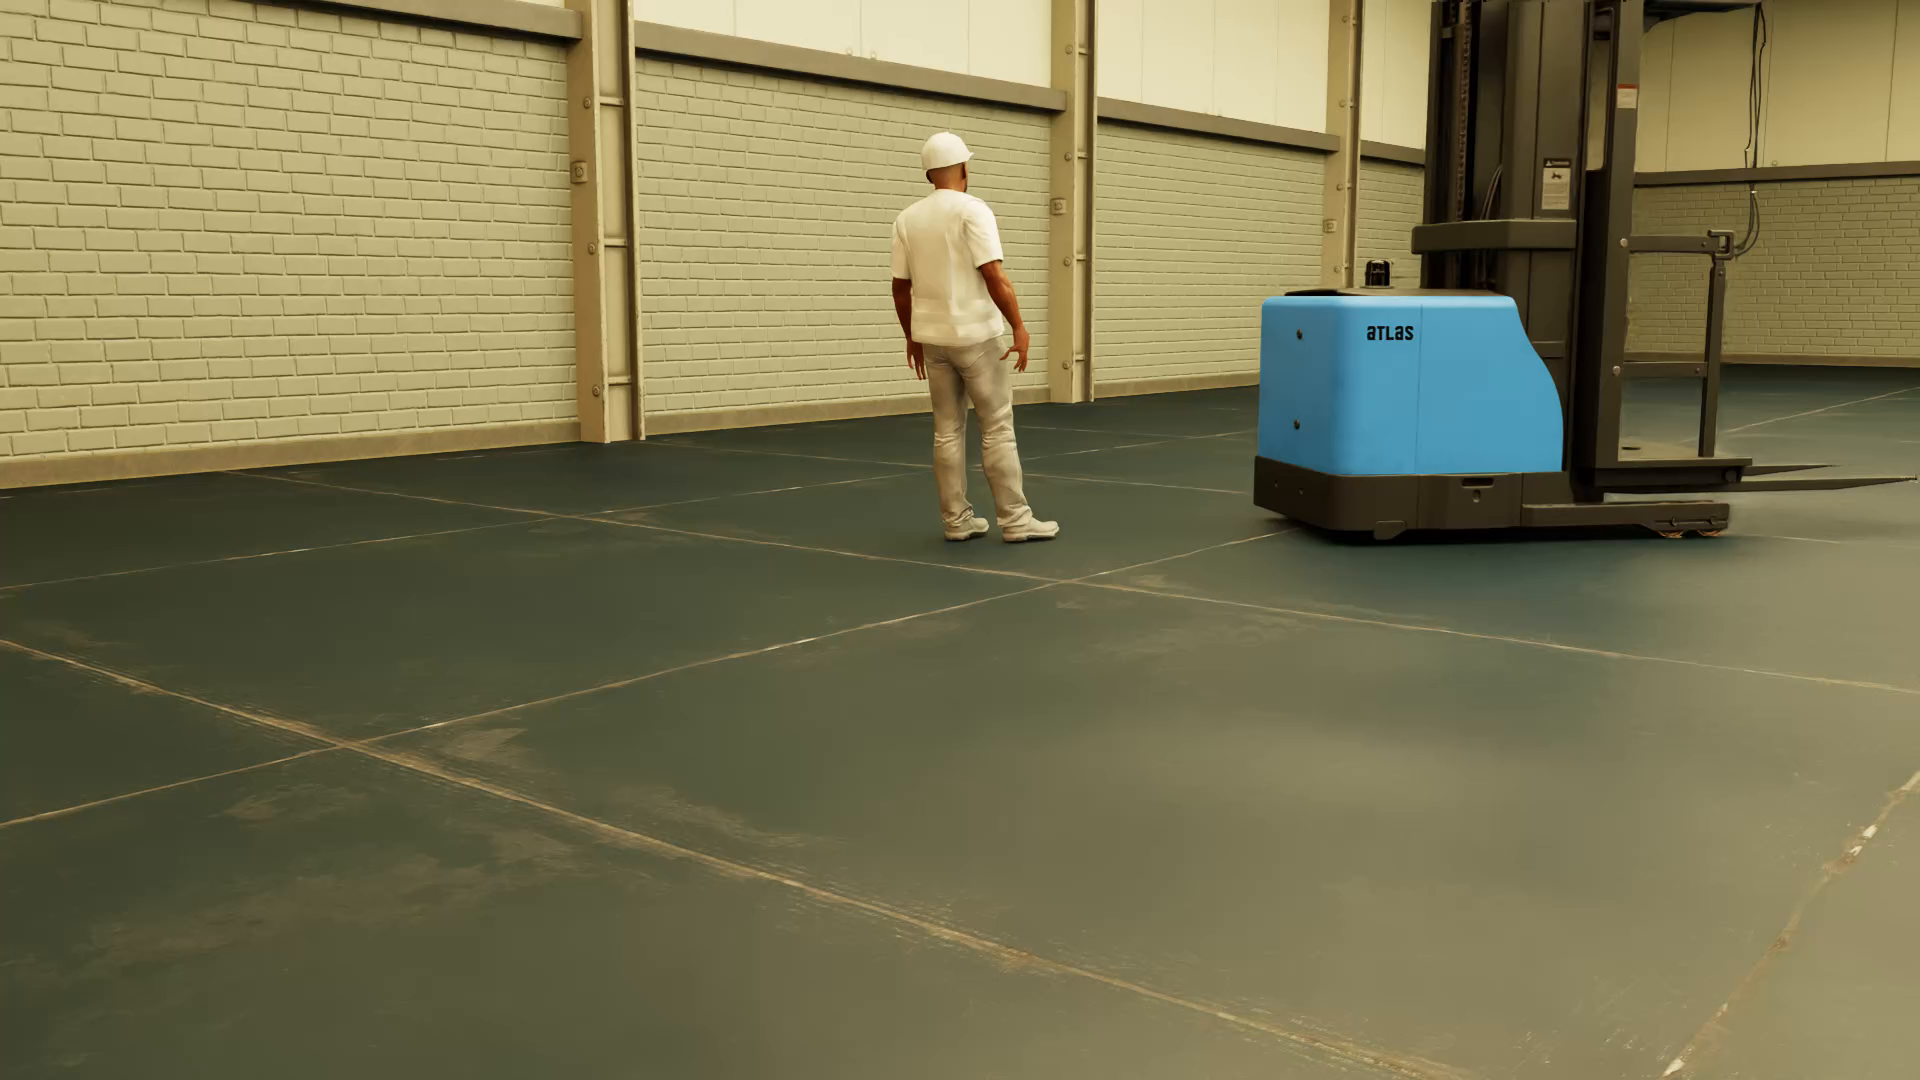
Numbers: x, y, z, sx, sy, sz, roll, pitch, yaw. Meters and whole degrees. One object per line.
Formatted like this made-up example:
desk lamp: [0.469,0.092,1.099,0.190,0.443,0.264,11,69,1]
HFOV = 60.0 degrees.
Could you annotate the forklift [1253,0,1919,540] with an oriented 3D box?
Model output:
forklift: [2.996,-1.530,7.735,3.031,2.935,1.130,-2,8,-11]

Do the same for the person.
person: [0.048,-0.888,7.326,0.666,1.765,0.577,7,11,38]
